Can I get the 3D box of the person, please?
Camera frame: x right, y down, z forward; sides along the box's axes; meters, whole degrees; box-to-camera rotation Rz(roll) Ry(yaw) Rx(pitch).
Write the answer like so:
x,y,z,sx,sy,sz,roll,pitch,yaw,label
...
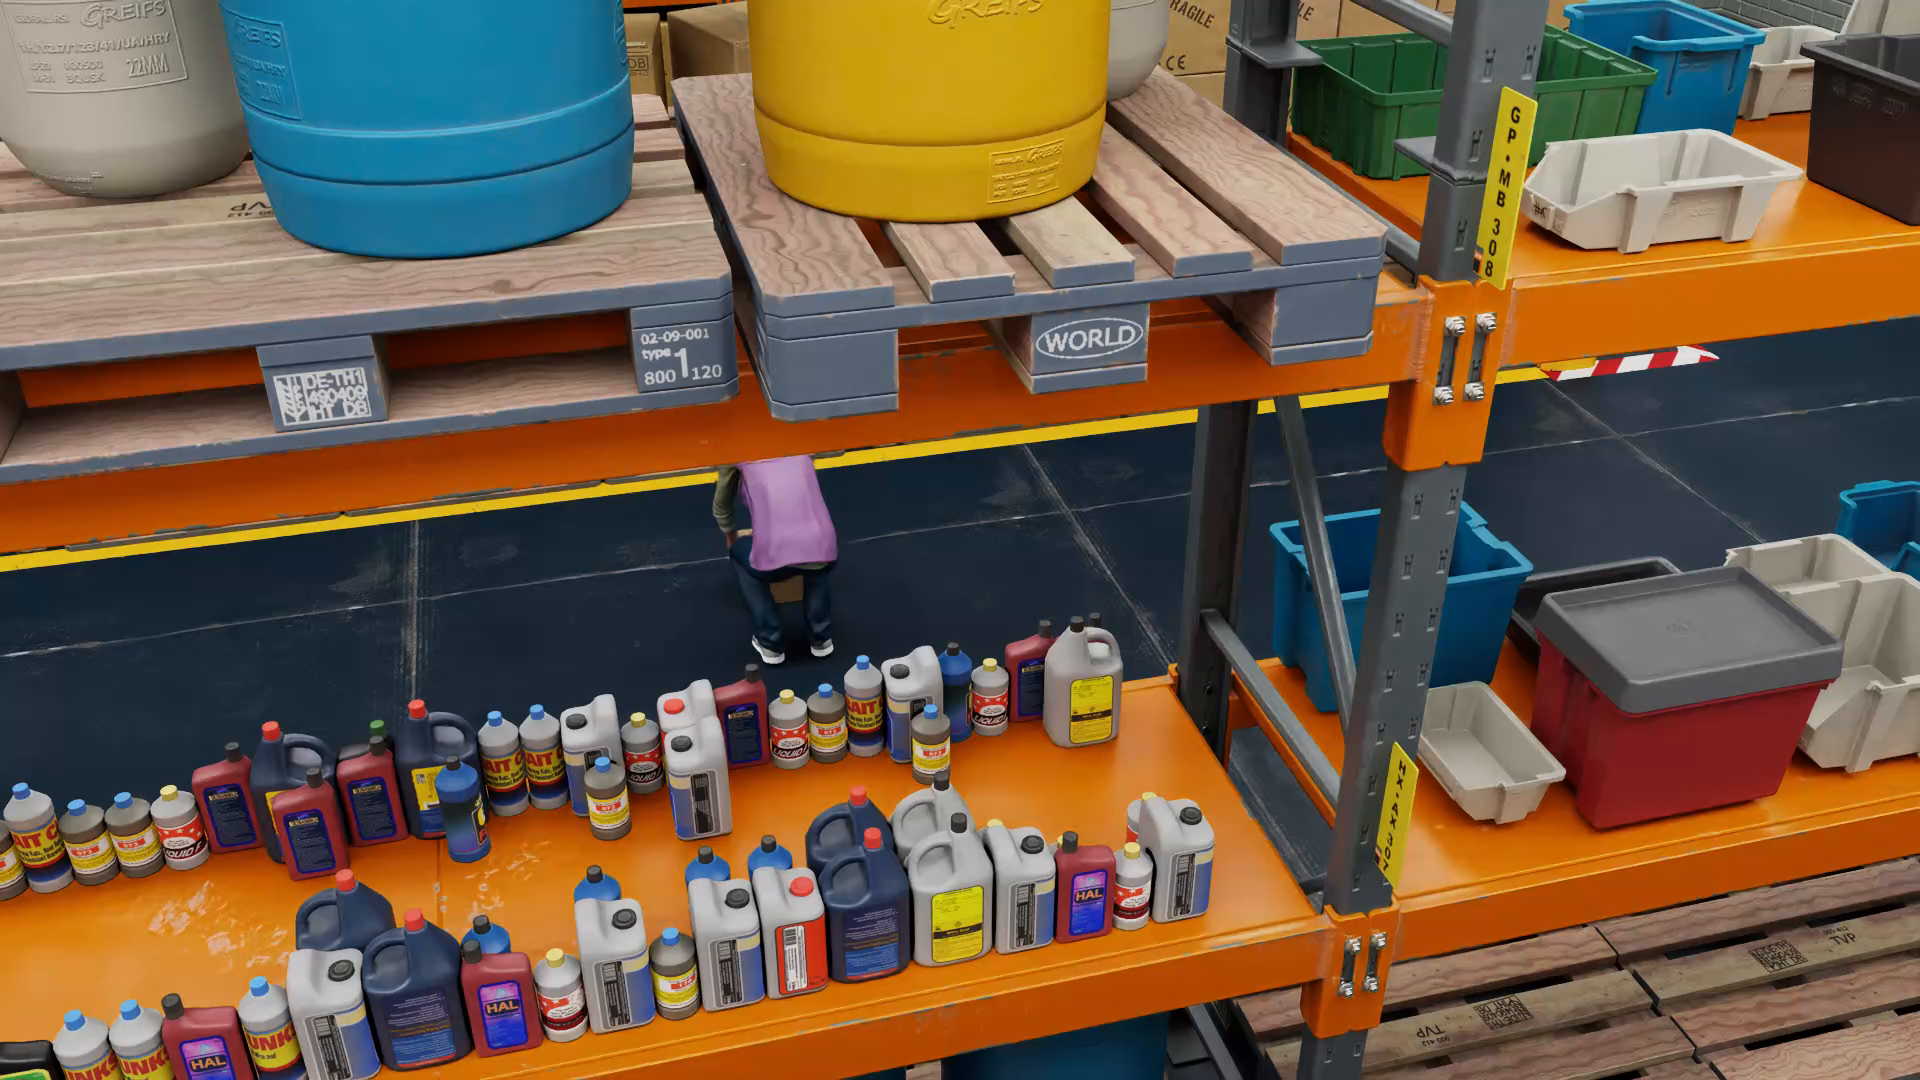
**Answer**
x,y,z,sx,sy,sz,roll,pitch,yaw,label
-0.746,-0.021,6.754,0.457,1.010,0.768,-8,32,-13,person
